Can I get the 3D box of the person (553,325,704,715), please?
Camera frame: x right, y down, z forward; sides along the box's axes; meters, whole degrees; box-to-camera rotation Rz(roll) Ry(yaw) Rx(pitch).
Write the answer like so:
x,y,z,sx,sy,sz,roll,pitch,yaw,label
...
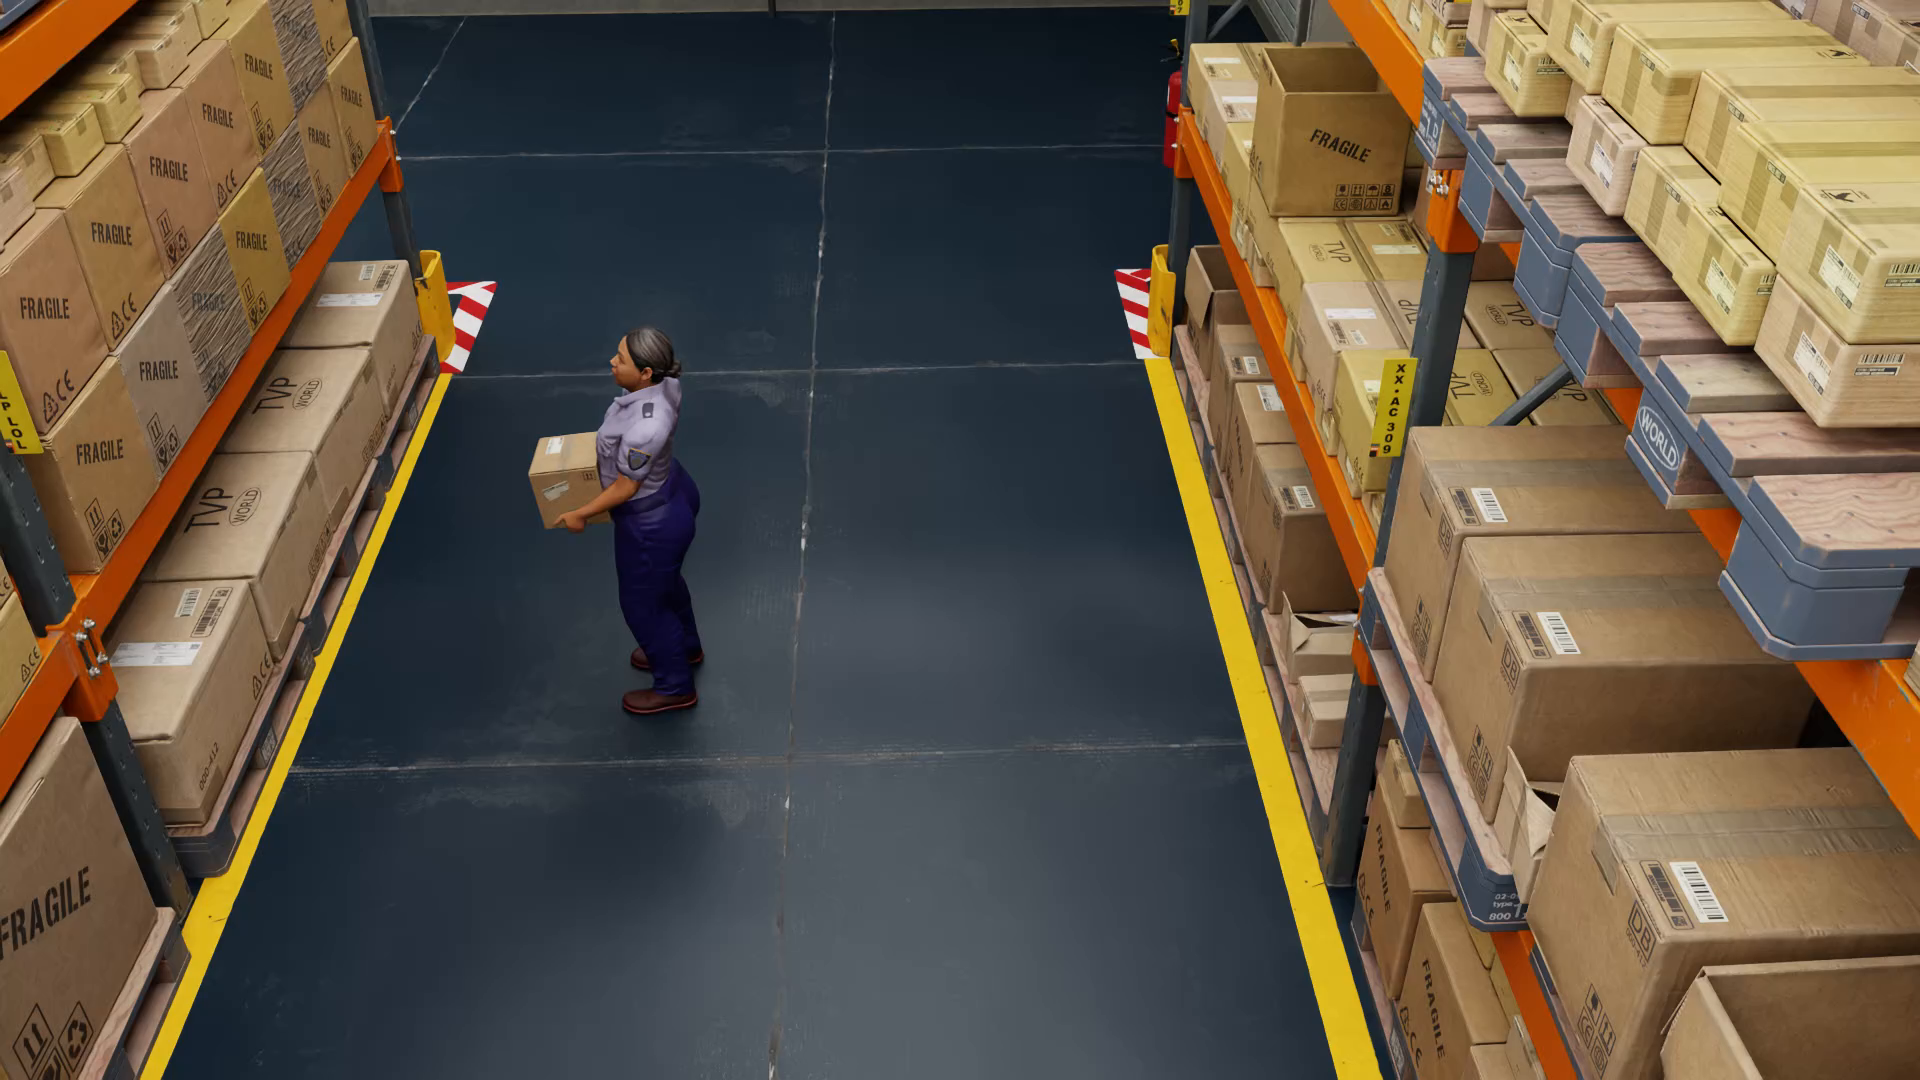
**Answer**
x,y,z,sx,sy,sz,roll,pitch,yaw,label
-1.245,-0.073,6.282,0.517,1.622,0.452,-1,35,-2,person
